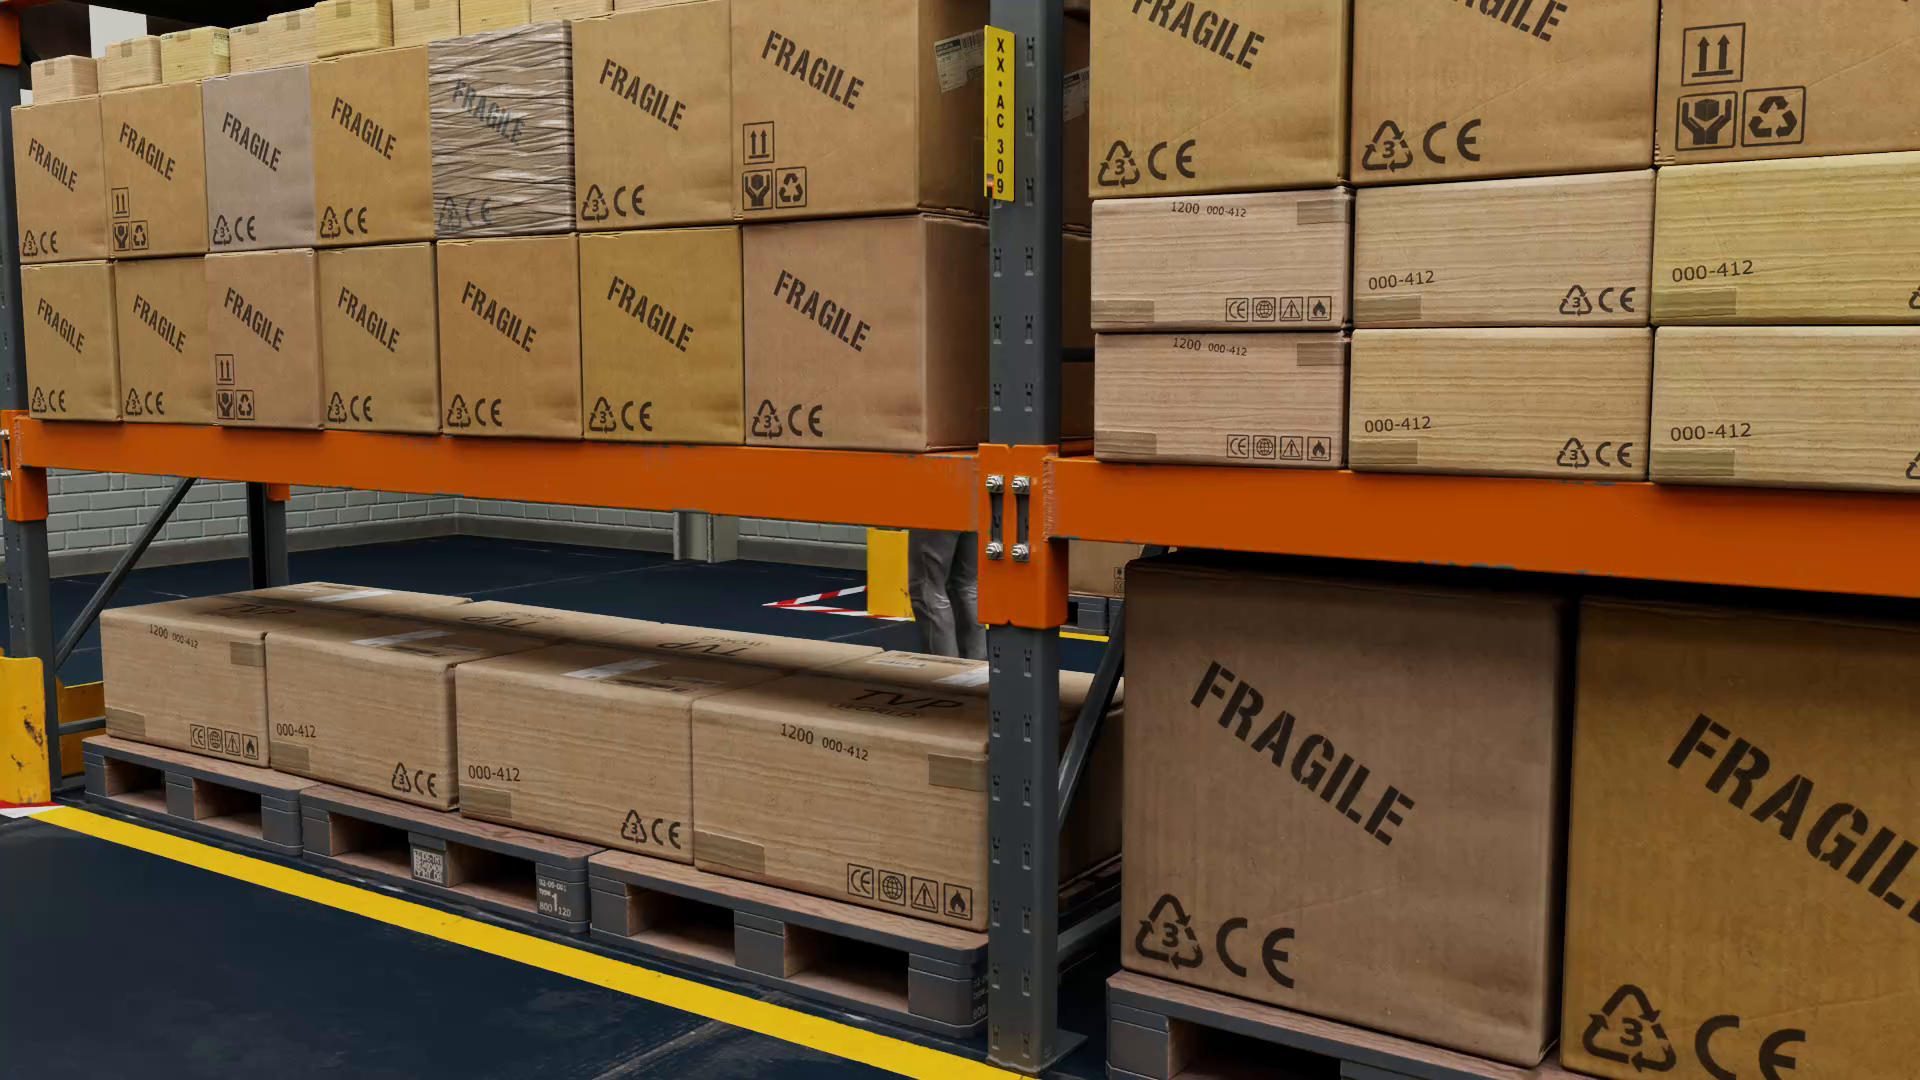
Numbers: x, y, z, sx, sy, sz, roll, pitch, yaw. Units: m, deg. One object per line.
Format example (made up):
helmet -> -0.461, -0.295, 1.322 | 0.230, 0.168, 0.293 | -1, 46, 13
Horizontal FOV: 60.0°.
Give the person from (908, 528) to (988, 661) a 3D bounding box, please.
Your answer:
person -> -0.124, -0.189, 7.416 | 0.564, 1.762, 0.494 | 4, 8, 34
